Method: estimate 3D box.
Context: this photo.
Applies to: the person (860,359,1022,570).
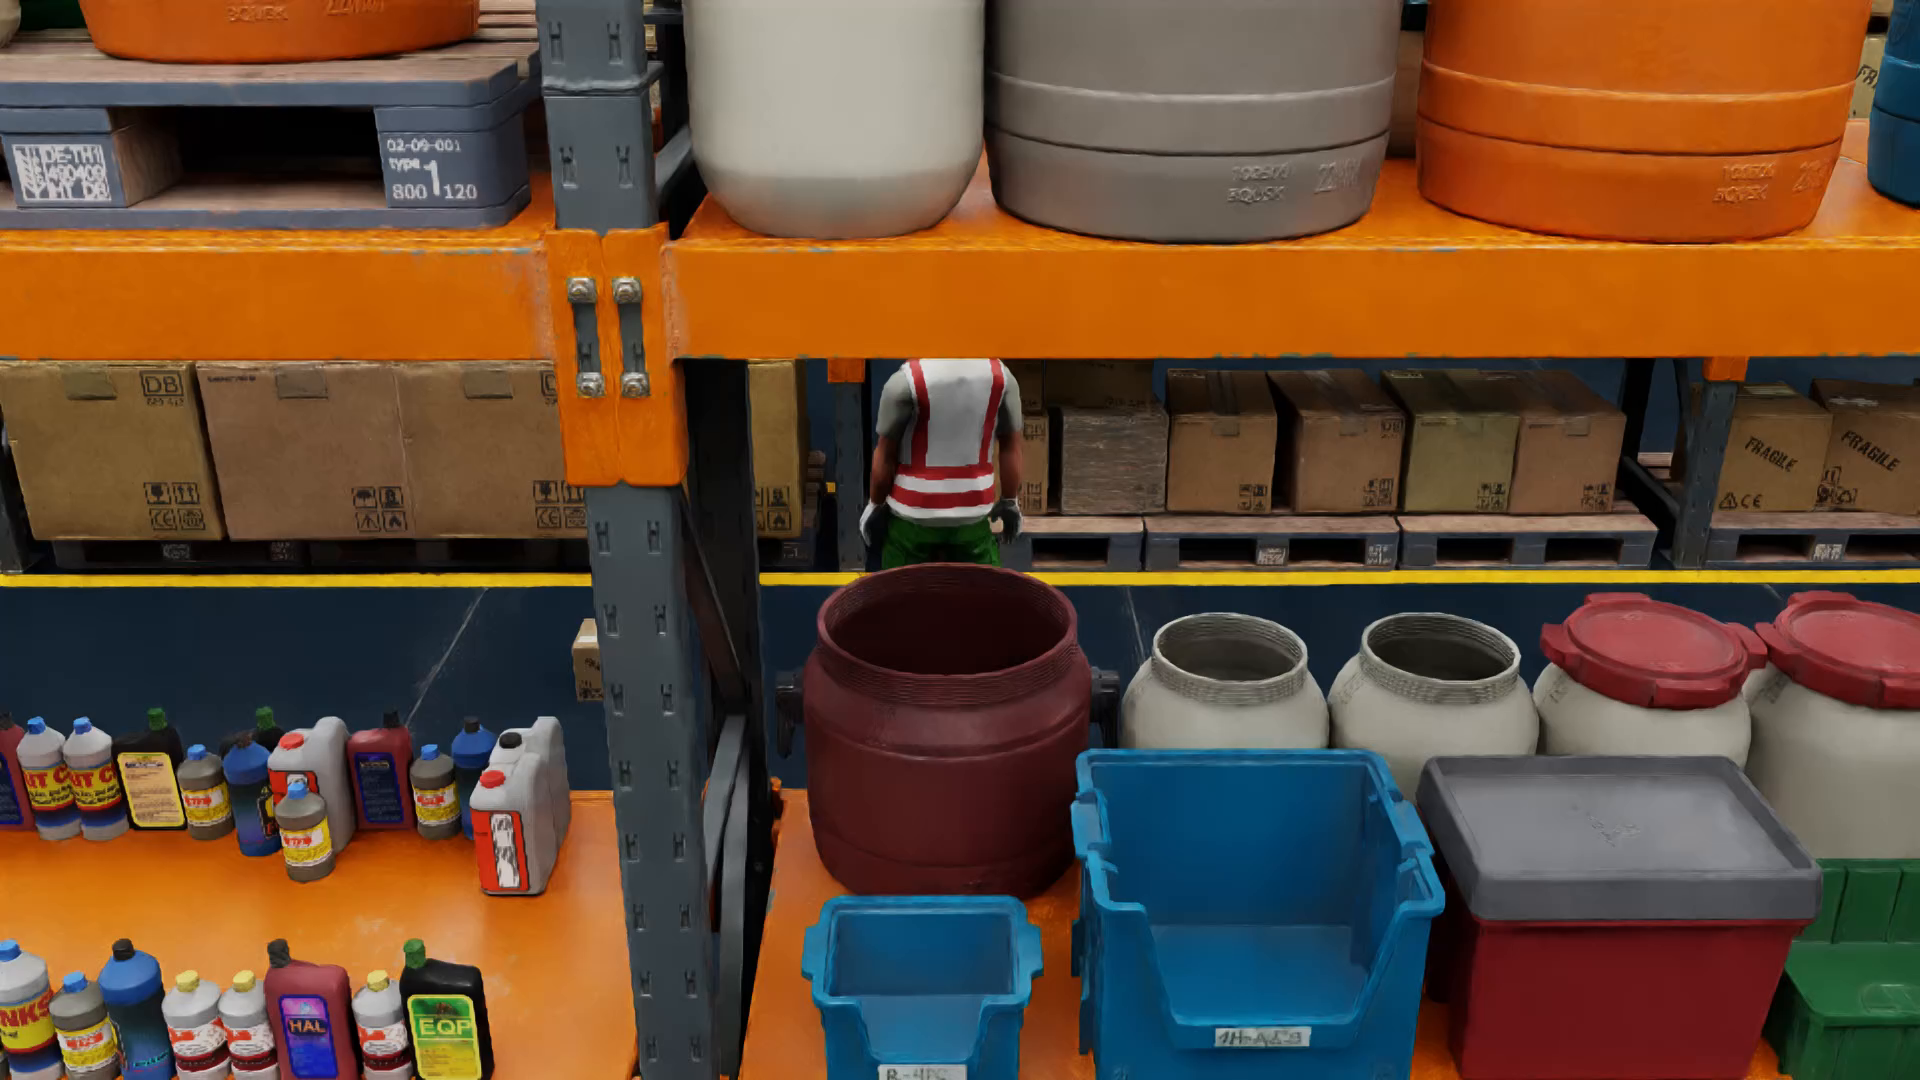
[{"bbox_3d":[-0.076,-0.123,6.283,0.620,1.786,0.465,-7,25,-15],"label":"person"}]
